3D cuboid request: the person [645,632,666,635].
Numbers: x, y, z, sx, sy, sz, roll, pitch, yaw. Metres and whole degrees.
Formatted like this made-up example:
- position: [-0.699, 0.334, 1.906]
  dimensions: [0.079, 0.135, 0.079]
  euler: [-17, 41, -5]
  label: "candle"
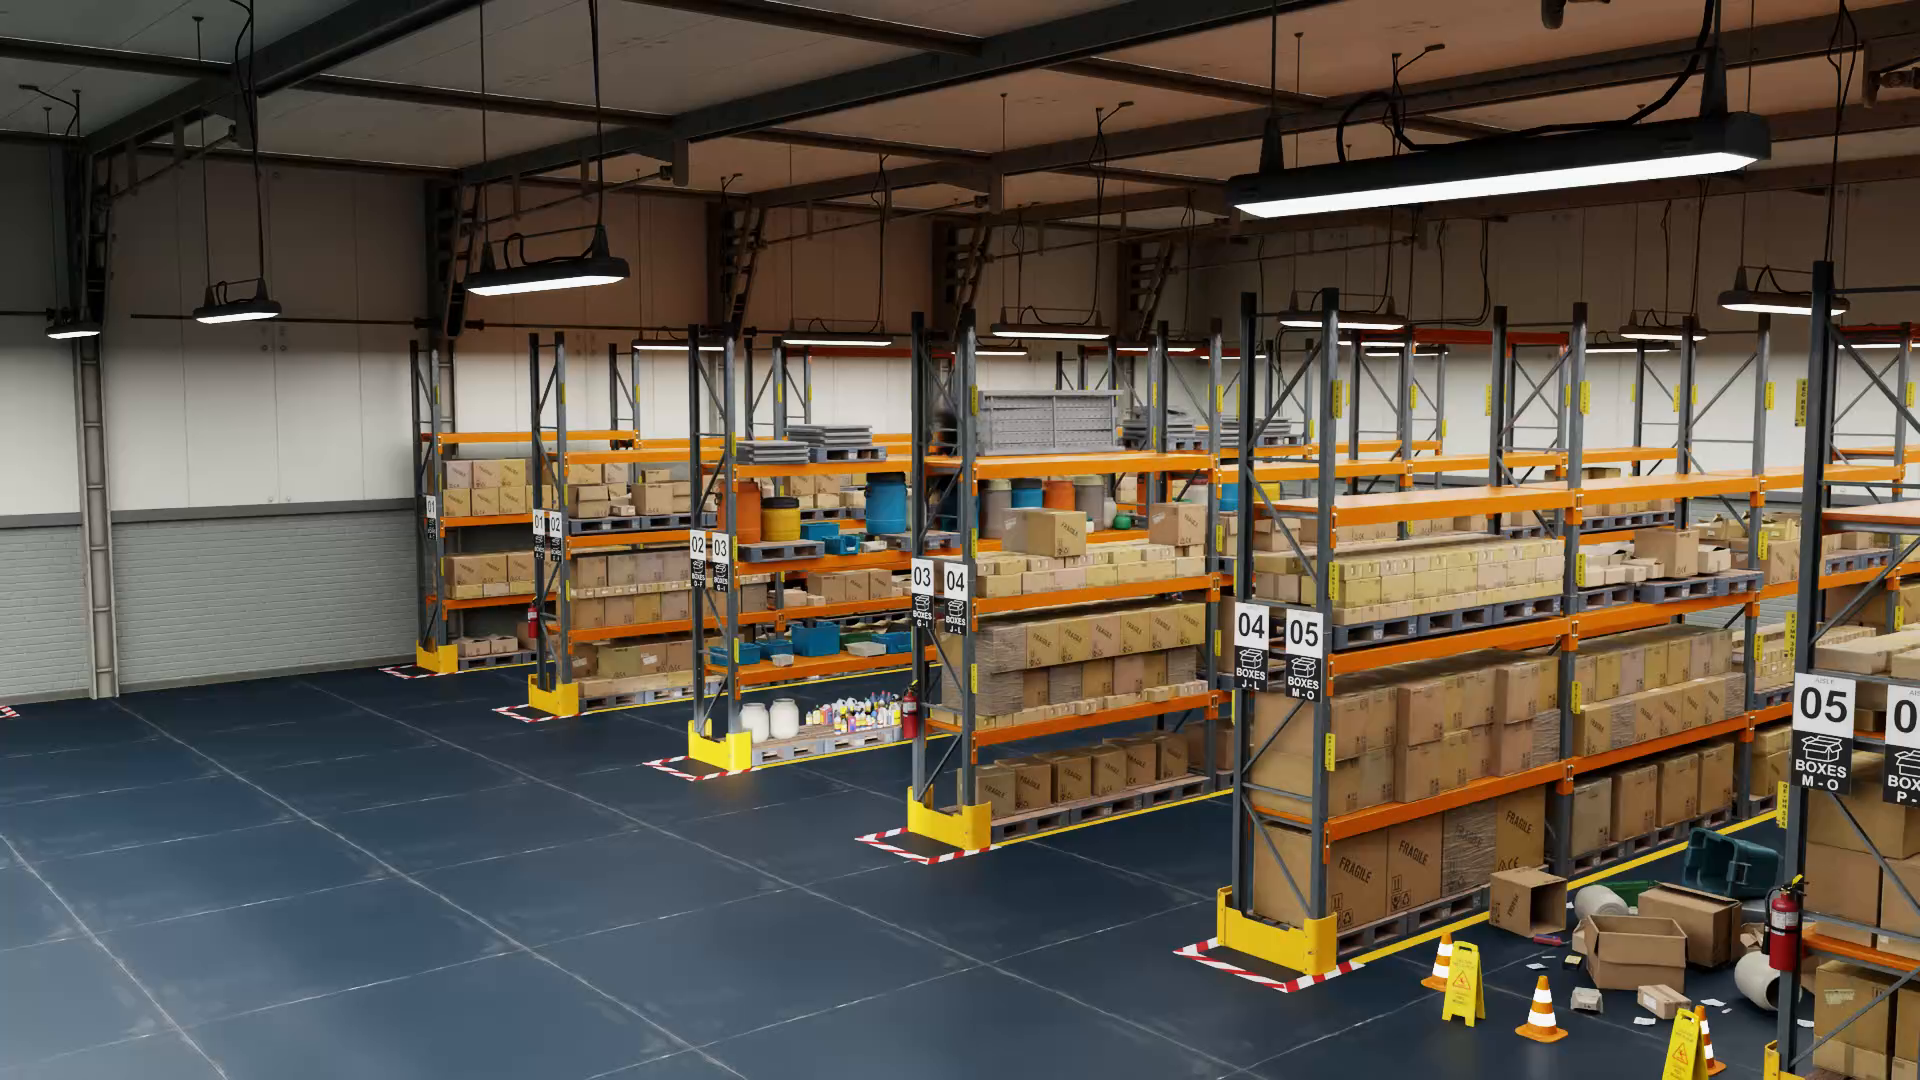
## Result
- position: [-5.566, 1.567, 30.073]
  dimensions: [0.693, 1.717, 0.852]
  euler: [0, 5, 1]
  label: "person"
